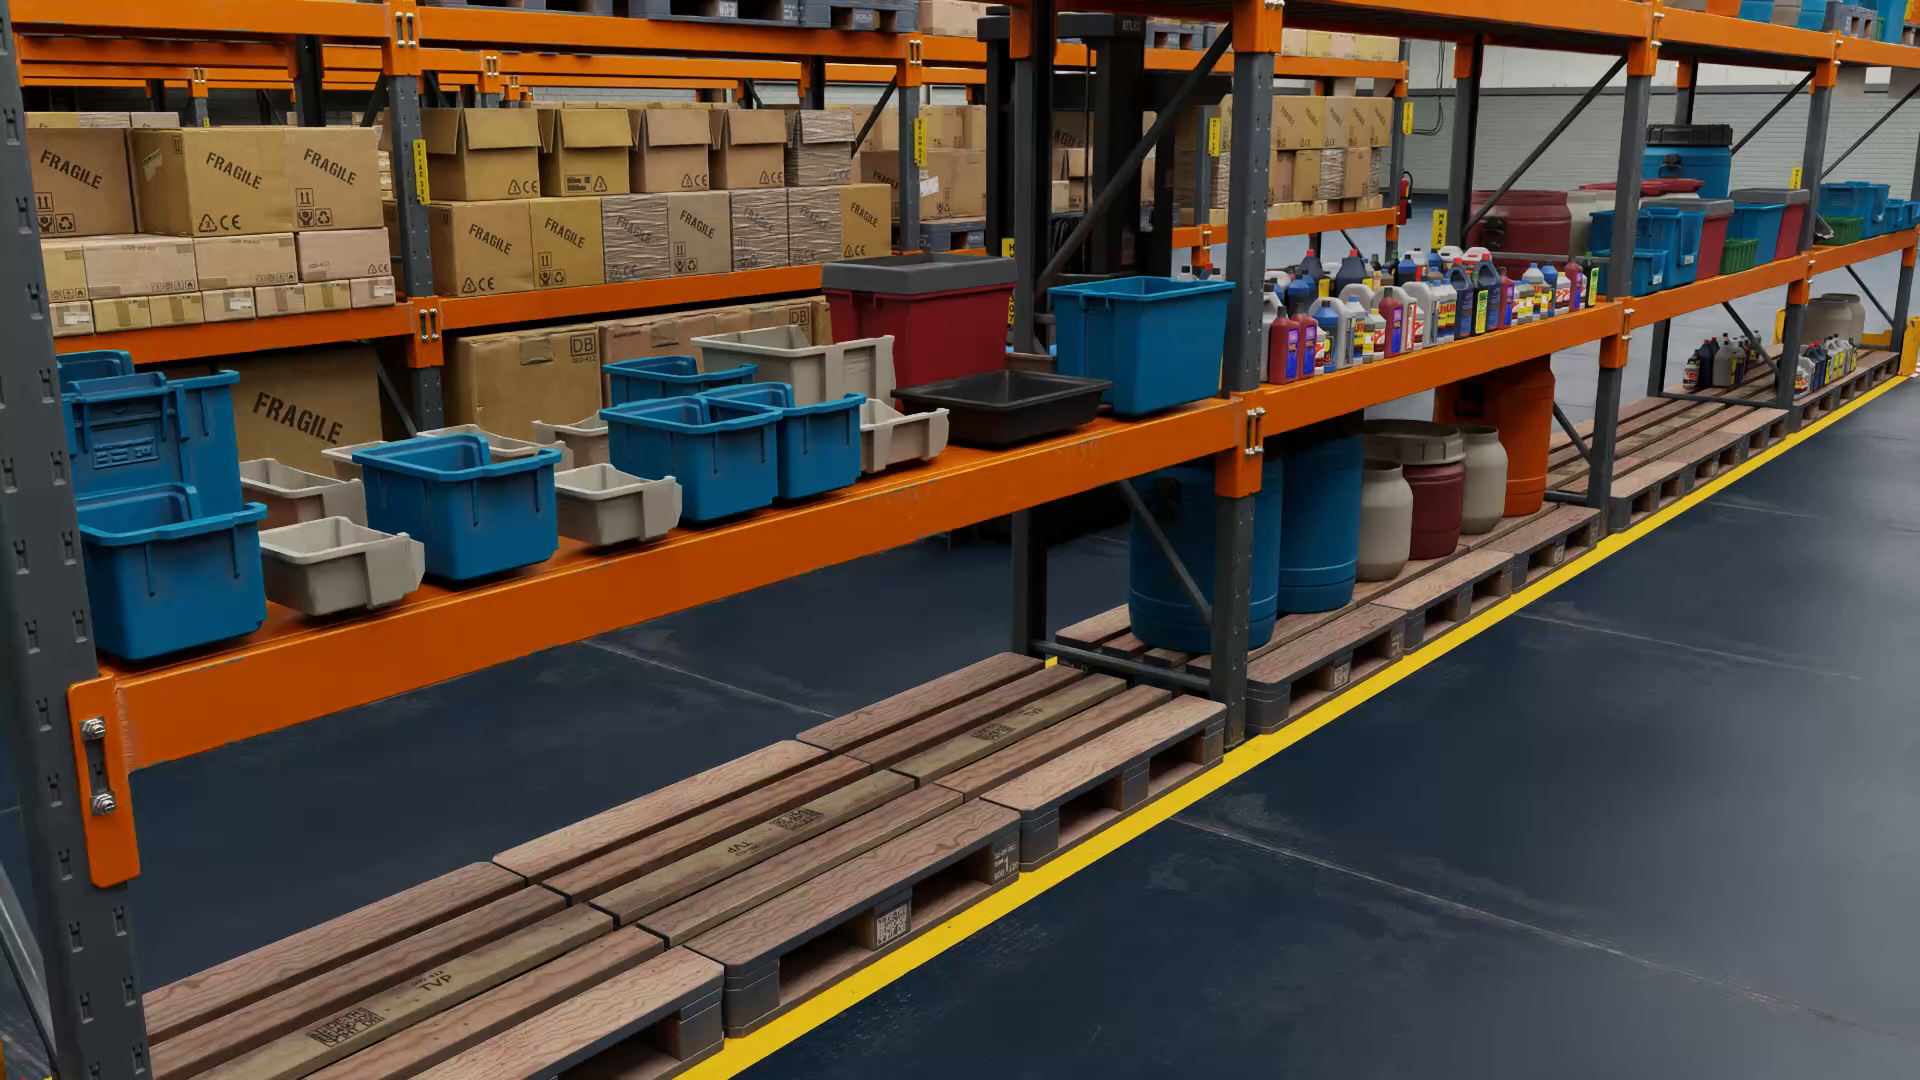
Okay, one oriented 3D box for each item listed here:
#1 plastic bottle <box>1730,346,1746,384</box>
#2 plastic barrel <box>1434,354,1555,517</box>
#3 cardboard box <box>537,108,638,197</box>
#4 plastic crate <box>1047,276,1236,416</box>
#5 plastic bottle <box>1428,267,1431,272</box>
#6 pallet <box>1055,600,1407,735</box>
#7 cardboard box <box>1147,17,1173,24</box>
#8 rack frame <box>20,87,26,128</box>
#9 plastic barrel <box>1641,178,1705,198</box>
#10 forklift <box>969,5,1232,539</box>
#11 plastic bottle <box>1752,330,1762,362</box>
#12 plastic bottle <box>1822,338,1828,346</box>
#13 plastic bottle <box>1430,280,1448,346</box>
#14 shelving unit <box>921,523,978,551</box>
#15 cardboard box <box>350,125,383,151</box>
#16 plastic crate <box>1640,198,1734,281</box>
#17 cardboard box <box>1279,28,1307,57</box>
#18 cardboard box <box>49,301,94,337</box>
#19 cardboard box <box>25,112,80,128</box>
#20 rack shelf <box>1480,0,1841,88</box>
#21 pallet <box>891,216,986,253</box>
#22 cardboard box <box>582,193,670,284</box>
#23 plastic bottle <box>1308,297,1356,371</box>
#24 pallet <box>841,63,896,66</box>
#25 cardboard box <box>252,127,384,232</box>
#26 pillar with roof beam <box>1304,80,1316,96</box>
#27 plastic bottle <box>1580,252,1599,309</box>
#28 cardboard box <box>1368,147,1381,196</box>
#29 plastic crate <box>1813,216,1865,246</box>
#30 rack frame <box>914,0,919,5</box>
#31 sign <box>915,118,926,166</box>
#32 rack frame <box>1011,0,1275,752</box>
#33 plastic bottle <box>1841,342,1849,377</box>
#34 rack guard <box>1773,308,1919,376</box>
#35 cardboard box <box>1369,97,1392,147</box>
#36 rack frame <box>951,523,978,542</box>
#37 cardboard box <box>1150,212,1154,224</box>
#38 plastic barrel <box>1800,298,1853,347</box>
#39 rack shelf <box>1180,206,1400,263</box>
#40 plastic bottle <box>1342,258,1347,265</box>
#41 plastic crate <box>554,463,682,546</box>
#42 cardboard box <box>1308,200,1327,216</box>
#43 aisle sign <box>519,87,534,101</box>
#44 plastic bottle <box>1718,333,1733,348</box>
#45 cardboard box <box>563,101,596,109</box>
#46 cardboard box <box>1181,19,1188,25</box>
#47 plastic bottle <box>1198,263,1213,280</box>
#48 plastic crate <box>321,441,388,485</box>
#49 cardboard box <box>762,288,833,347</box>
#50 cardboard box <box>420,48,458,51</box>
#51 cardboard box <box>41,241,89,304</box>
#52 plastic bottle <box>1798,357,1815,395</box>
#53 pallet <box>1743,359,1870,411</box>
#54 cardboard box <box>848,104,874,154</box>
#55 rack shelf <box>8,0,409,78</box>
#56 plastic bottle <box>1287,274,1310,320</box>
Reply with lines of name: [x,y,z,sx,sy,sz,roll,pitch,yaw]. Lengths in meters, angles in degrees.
plastic bottle: [6.088,-1.380,13.102,0.152,0.276,0.135,11,18,38]
plastic barrel: [2.847,-0.590,8.907,0.600,0.830,0.708,11,18,38]
cardboard box: [-2.389,-2.323,9.933,0.797,0.503,0.637,12,18,38]
plastic crate: [0.599,-0.647,5.490,0.392,0.384,0.575,11,18,38]
plastic bottle: [2.463,-1.369,8.822,0.097,0.201,0.097,0,14,0]
pallet: [1.145,0.442,6.955,1.003,0.211,1.213,11,18,38]
cardboard box: [1.431,-4.700,14.375,0.797,0.503,0.637,10,17,35]
rack frame: [-7.019,-2.322,12.170,1.000,3.000,0.127,11,18,38]
plastic barrel: [4.884,-2.217,11.482,0.433,0.535,0.433,0,14,0]
forklift: [0.905,-1.731,9.985,1.130,2.935,3.031,11,18,36]
plastic bottle: [6.788,-1.658,14.206,0.097,0.271,0.097,0,14,0]
plastic bottle: [7.093,-1.516,13.621,0.061,0.283,0.133,11,18,38]
plastic bottle: [2.037,-0.975,7.132,0.097,0.271,0.097,0,14,0]
shelving unit: [-0.058,-0.491,8.923,0.215,1.050,0.252,11,18,36]
cardboard box: [-6.985,-4.579,19.396,0.500,0.500,0.500,10,18,35]
plastic crate: [4.395,-1.827,10.095,0.402,0.464,0.583,11,18,38]
cardboard box: [2.934,-4.690,15.706,0.500,0.250,0.500,10,18,35]
cardboard box: [-4.130,-1.009,7.514,0.380,0.149,0.250,12,18,38]
cardboard box: [-9.174,-4.034,16.678,0.500,0.500,0.500,11,18,38]
rack shelf: [4.399,-3.023,10.298,1.077,0.370,4.000,11,18,38]
pallet: [-0.346,-2.361,12.714,1.213,0.211,1.003,11,18,38]
cardboard box: [-2.111,-1.825,10.011,0.500,0.500,0.500,11,18,36]
plastic bottle: [1.445,-0.808,6.463,0.152,0.276,0.135,11,18,38]
pallet: [-0.702,-5.652,19.368,1.003,0.211,1.213,11,18,38]
cardboard box: [-3.306,-1.840,8.452,0.500,0.500,0.500,12,19,39]
pillar with roof beam: [13.811,-14.127,46.455,9.100,9.000,0.400,11,18,38]
plastic bottle: [3.219,-1.334,8.520,0.061,0.283,0.133,11,18,38]
cardboard box: [3.950,-3.924,17.672,0.875,0.500,0.500,11,18,38]
plastic crate: [6.728,-2.414,12.964,0.450,0.188,0.662,11,18,38]
rack frame: [-0.711,-5.208,11.349,1.000,3.000,0.127,11,18,38]
sign: [-0.277,-2.777,11.610,0.100,0.325,0.005,11,18,38]
rack frame: [0.628,-0.768,6.055,1.000,3.000,0.127,11,18,38]
plastic bottle: [7.089,-1.469,13.453,0.152,0.276,0.135,11,18,36]
rack guard: [8.158,-1.833,15.323,1.175,0.500,0.348,11,18,38]
cardboard box: [4.164,-4.367,17.381,0.500,0.500,0.500,11,18,38]
rack frame: [0.017,-0.515,9.017,0.200,1.050,0.008,11,18,36]
cardboard box: [1.710,-3.032,15.475,0.380,0.149,0.250,11,18,38]
plastic barrel: [7.500,-1.830,14.436,0.421,0.512,0.421,0,14,0]
rack shelf: [3.060,-3.101,16.700,1.077,0.370,4.000,11,18,38]
plastic bottle: [1.856,-1.231,8.112,0.061,0.283,0.133,11,18,38]
plastic crate: [-0.783,-0.078,3.753,0.250,0.136,0.298,11,18,38]
cardboard box: [3.438,-3.321,16.614,0.380,0.149,0.250,11,18,38]
aisle sign: [-6.984,-7.361,26.727,0.394,0.787,0.004,11,18,38]
plastic bottle: [6.160,-1.496,13.407,0.144,0.351,0.185,11,18,37]
cardboard box: [-5.122,-5.423,21.539,0.700,0.500,0.500,11,18,38]
cardboard box: [2.022,-4.785,15.270,0.380,0.149,0.250,12,18,38]
plastic bottle: [1.067,-1.007,7.093,0.144,0.351,0.185,11,18,38]
plastic crate: [-1.321,-0.141,4.000,0.396,0.136,0.243,11,18,38]
cardboard box: [-1.161,-1.346,11.790,1.225,0.875,0.875,10,17,35]
cardboard box: [-4.666,-4.441,14.218,0.500,0.500,0.500,11,18,38]
cardboard box: [-4.263,-1.187,7.405,0.500,0.250,0.500,11,18,36]
plastic bottle: [6.379,-1.253,12.601,0.152,0.276,0.135,12,19,40]
pallet: [6.877,-1.306,13.834,1.003,0.211,1.213,11,18,38]
cardboard box: [-1.477,-4.638,18.792,0.875,0.550,0.550,11,18,38]
rack shelf: [-4.482,-2.257,7.284,1.077,0.370,4.000,11,18,38]
plastic bottle: [1.509,-1.052,7.435,0.097,0.271,0.097,0,14,0]
